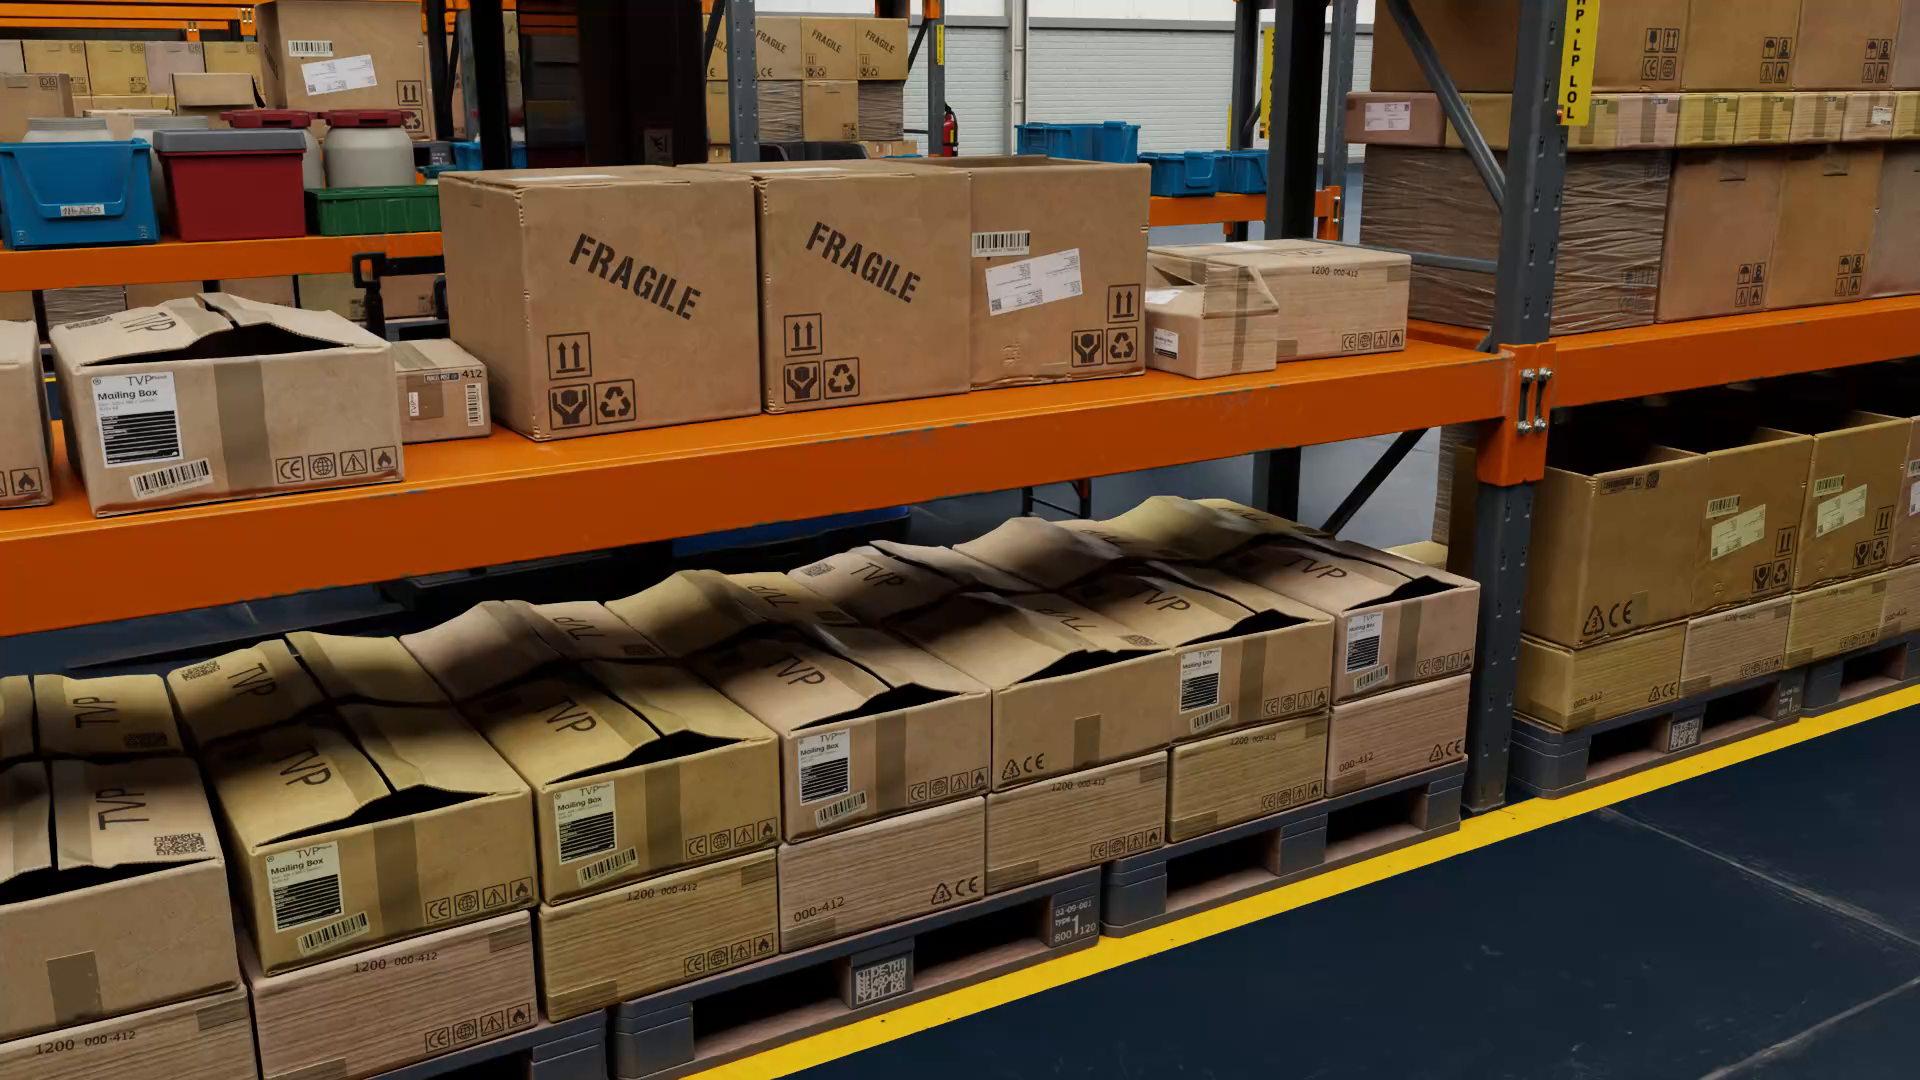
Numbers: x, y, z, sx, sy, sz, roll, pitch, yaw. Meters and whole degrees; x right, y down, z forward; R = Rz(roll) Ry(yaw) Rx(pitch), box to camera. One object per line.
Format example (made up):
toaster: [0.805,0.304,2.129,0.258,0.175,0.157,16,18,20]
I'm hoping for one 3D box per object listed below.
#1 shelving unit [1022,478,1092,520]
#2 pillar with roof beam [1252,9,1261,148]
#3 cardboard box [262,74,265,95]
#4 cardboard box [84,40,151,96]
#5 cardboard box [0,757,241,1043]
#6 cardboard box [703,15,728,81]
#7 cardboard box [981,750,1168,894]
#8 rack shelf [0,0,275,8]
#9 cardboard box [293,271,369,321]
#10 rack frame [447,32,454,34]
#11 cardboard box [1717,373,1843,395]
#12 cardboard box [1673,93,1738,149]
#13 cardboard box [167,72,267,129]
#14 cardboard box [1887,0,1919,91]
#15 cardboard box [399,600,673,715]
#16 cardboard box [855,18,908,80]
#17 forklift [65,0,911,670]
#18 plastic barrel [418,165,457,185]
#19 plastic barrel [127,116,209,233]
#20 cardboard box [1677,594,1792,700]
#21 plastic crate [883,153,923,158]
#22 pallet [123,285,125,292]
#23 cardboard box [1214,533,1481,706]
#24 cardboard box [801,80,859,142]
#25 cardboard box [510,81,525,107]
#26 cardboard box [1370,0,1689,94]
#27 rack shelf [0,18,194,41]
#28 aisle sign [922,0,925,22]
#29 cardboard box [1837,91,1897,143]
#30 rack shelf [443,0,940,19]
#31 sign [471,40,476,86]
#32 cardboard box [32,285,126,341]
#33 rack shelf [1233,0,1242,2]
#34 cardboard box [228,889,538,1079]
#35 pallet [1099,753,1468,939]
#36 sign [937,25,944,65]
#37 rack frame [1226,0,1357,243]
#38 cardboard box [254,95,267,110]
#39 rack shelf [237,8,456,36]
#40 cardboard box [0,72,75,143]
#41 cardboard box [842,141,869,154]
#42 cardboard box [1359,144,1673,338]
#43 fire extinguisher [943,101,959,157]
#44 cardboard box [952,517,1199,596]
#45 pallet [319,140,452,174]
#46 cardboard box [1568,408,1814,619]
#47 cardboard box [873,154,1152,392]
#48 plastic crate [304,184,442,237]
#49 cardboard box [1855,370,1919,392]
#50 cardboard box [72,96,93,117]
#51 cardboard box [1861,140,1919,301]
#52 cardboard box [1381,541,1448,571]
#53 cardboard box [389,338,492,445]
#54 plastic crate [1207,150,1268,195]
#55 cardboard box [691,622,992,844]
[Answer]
shelving unit: [0.012,-0.546,7.272,1.048,1.125,0.538,-10,18,-31]
pillar with roof beam: [8.485,-11.590,32.084,0.400,9.000,9.100,-9,18,-30]
cardboard box: [-6.756,-4.708,16.609,0.500,0.500,0.700,-10,18,-31]
cardboard box: [-8.063,-4.496,15.853,0.500,0.500,0.700,-9,18,-30]
cardboard box: [-1.596,0.609,2.959,0.500,0.311,0.500,-9,18,-28]
cardboard box: [-2.070,-3.975,13.443,0.500,0.500,0.500,-9,18,-30]
cardboard box: [0.154,0.593,4.052,0.500,0.250,0.500,-9,18,-28]
rack shelf: [-8.048,-5.068,15.709,4.000,0.370,1.077,-9,18,-30]
cardboard box: [-4.822,-1.953,12.635,0.500,0.500,0.700,-9,18,-30]
rack frame: [-8.100,-7.084,27.122,0.127,3.000,1.000,-9,18,-30]
cardboard box: [2.800,-0.359,6.059,0.500,0.500,0.500,-9,18,-30]
cardboard box: [1.998,-1.219,4.812,0.250,0.149,0.380,-10,18,-31]
cardboard box: [-5.304,-3.076,11.858,0.637,0.503,0.797,-7,17,-24]
cardboard box: [2.900,-1.740,5.469,0.500,0.500,0.700,-9,18,-30]
cardboard box: [-0.998,0.340,3.915,0.500,0.311,0.500,-9,18,-30]
cardboard box: [-0.781,-4.182,14.183,0.500,0.500,0.500,-9,18,-30]
forklift: [-1.703,-1.101,5.906,3.031,2.935,1.130,-10,19,-33]
plastic barrel: [-2.529,-1.726,8.265,0.301,0.262,0.301,0,16,0]
plastic barrel: [-3.611,-1.690,7.673,0.421,0.512,0.421,0,16,0]
cardboard box: [2.218,0.265,5.224,0.500,0.250,0.500,-9,18,-30]
plastic crate: [-0.506,-2.086,9.569,0.616,0.251,0.499,-9,18,-30]
pallet: [-8.003,-2.610,16.331,1.213,0.211,1.003,-9,18,-30]
cardboard box: [1.033,0.180,4.487,0.500,0.311,0.500,-9,18,-30]
cardboard box: [-1.289,-3.667,14.197,0.500,0.500,0.875,-9,18,-30]
cardboard box: [-3.448,-3.326,12.983,0.500,0.500,0.875,-9,18,-30]
cardboard box: [1.610,-1.530,4.723,0.500,0.500,0.700,-9,18,-29]
rack shelf: [-13.243,-7.347,23.839,4.000,0.370,1.077,-9,18,-30]
aisle sign: [-0.229,-4.834,14.280,0.004,0.787,0.394,-9,18,-30]
cardboard box: [2.665,-1.327,5.201,0.250,0.149,0.380,-10,18,-31]
rack shelf: [-2.151,-4.463,13.548,4.000,0.370,1.077,-9,18,-30]
sign: [-3.577,-3.516,12.252,0.005,0.325,0.100,-9,18,-30]
cardboard box: [-6.262,-1.717,11.793,0.500,0.500,0.700,-11,19,-34]
rack shelf: [0.399,-3.317,9.460,4.000,0.370,1.077,-9,18,-30]
cardboard box: [-1.165,0.809,3.284,0.500,0.250,0.500,-10,18,-31]
pallet: [0.621,0.660,4.665,1.213,0.211,1.003,-9,18,-30]
sign: [-0.168,-4.221,14.181,0.005,0.325,0.100,-9,18,-30]
rack frame: [2.114,-2.497,10.760,0.127,3.000,1.000,-9,18,-30]
cardboard box: [-7.076,-4.092,16.265,0.500,0.500,0.500,-9,18,-30]
rack shelf: [-7.255,-6.756,21.728,4.000,0.370,1.077,-9,18,-30]
cardboard box: [-6.425,-2.966,11.471,0.500,0.500,0.700,-6,17,-22]
cardboard box: [-0.977,-3.353,14.280,0.250,0.149,0.380,-9,18,-30]
cardboard box: [1.610,-0.906,4.898,0.500,0.500,0.700,-10,18,-31]
fire extinguisher: [-0.102,-3.515,14.535,0.183,0.674,0.296,-9,18,-30]
cardboard box: [0.318,0.126,4.682,0.500,0.311,0.500,-9,18,-30]
pallet: [-4.596,-2.922,12.631,1.213,0.211,1.003,-9,18,-30]
cardboard box: [2.216,-0.097,5.125,0.500,0.500,0.500,-9,18,-30]
cardboard box: [0.115,-0.666,4.044,0.500,0.500,0.500,-8,17,-26]
plastic crate: [-2.662,-1.531,7.708,0.662,0.188,0.450,-9,18,-30]
cardboard box: [3.505,-0.304,5.863,0.500,0.500,0.500,-9,18,-30]
cardboard box: [-8.372,-3.882,15.515,0.500,0.500,0.500,-9,18,-30]
cardboard box: [2.929,-1.121,5.665,0.500,0.500,0.700,-9,18,-28]
cardboard box: [1.518,0.212,5.411,0.500,0.250,0.500,-9,18,-30]
cardboard box: [-1.132,-0.308,3.415,0.250,0.149,0.380,-8,17,-26]
plastic crate: [1.839,-2.286,10.285,0.616,0.251,0.499,-9,18,-30]
cardboard box: [-0.271,0.392,3.733,0.500,0.311,0.500,-9,18,-30]
